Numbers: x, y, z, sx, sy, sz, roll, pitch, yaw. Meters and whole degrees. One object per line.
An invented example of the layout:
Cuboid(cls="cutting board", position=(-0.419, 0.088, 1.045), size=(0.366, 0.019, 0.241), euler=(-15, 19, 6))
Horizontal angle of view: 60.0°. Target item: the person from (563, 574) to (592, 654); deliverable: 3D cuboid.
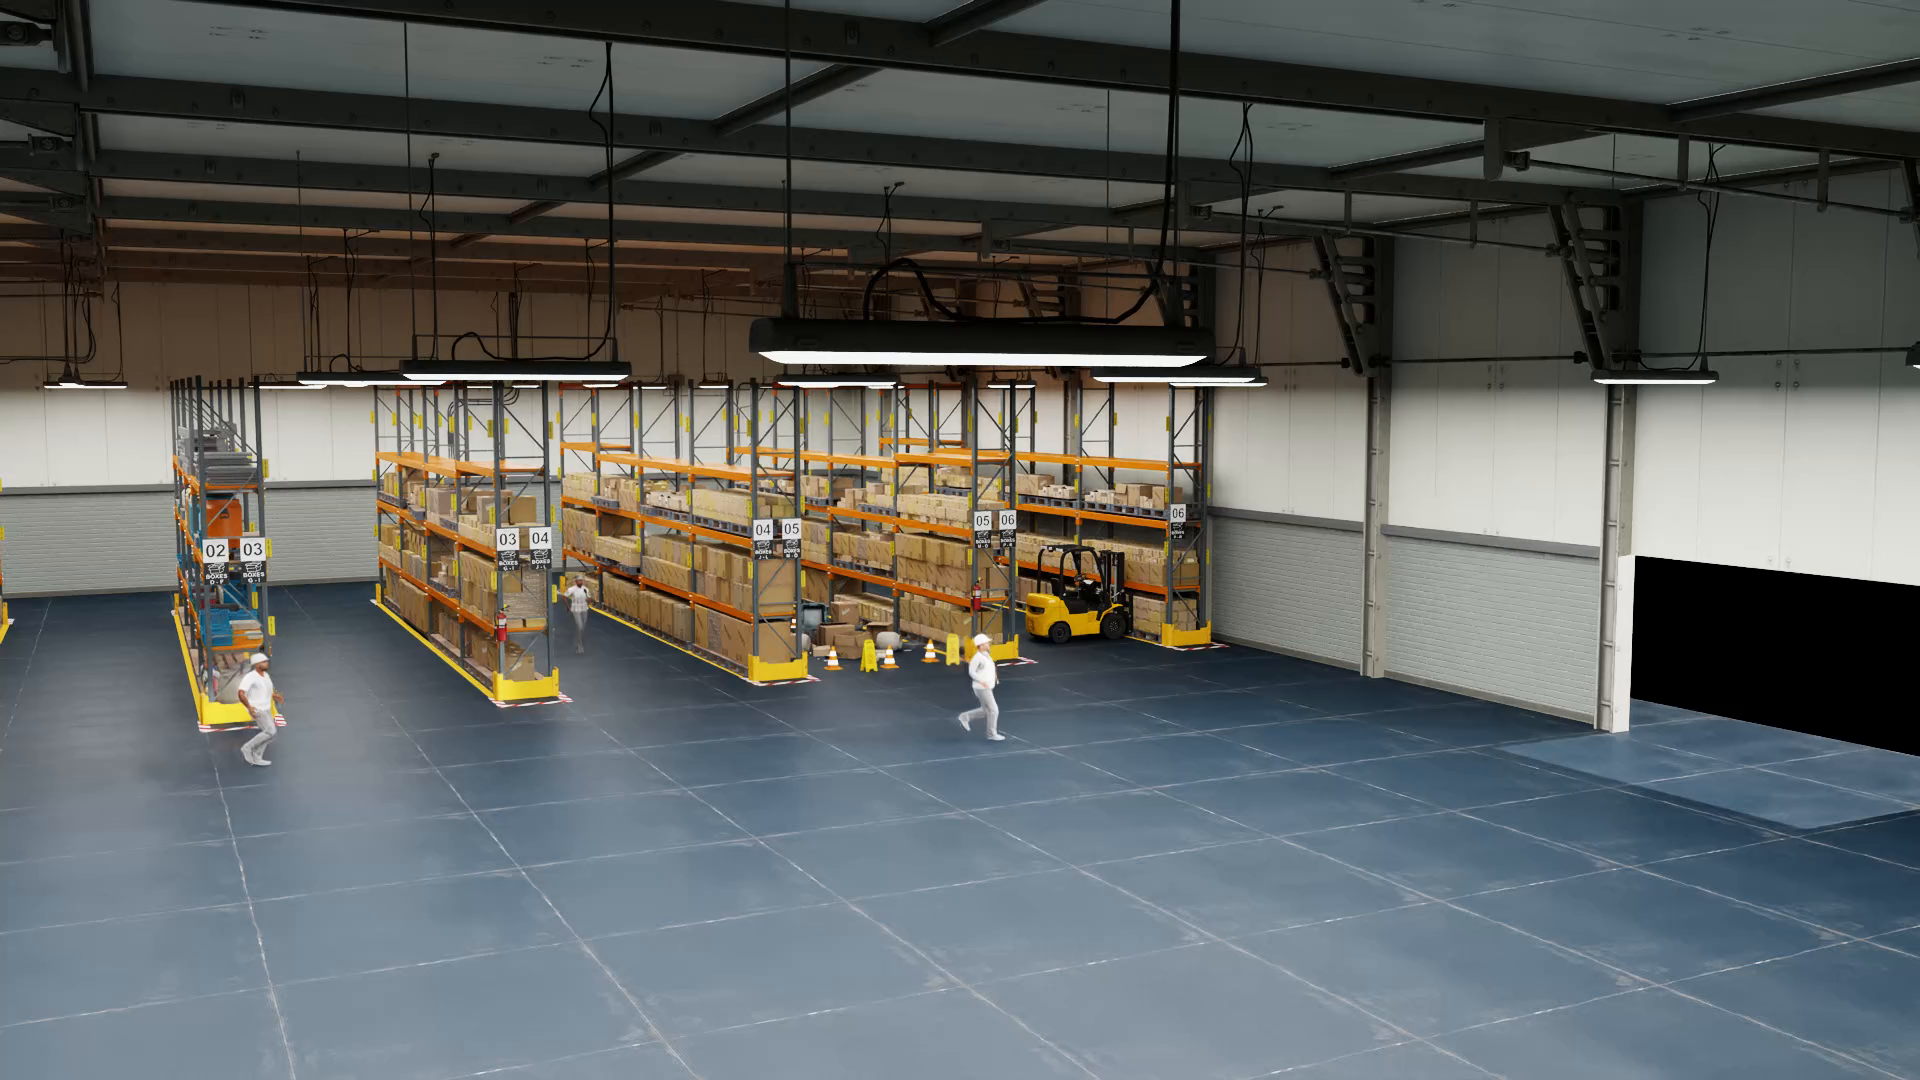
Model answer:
Cuboid(cls="person", position=(-8.409, 1.619, 36.694), size=(0.546, 1.758, 0.770), euler=(-4, 7, -40))

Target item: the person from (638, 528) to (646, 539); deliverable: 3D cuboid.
Cuboid(cls="person", position=(-9.253, 0.567, 48.063), size=(0.669, 1.798, 0.786), euler=(-2, 6, -26))

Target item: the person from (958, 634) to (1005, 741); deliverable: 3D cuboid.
Cuboid(cls="person", position=(0.345, 2.416, 27.349), size=(0.813, 1.745, 0.676), euler=(1, 5, 13))

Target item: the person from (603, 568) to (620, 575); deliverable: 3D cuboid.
Cuboid(cls="person", position=(-10.298, 0.523, 49.158), size=(0.666, 1.658, 0.548), euler=(-3, 6, -34))

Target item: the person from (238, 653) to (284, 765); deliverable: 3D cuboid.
Cuboid(cls="person", position=(-10.712, 2.593, 25.500), size=(0.575, 1.730, 0.712), euler=(0, 5, -2))
